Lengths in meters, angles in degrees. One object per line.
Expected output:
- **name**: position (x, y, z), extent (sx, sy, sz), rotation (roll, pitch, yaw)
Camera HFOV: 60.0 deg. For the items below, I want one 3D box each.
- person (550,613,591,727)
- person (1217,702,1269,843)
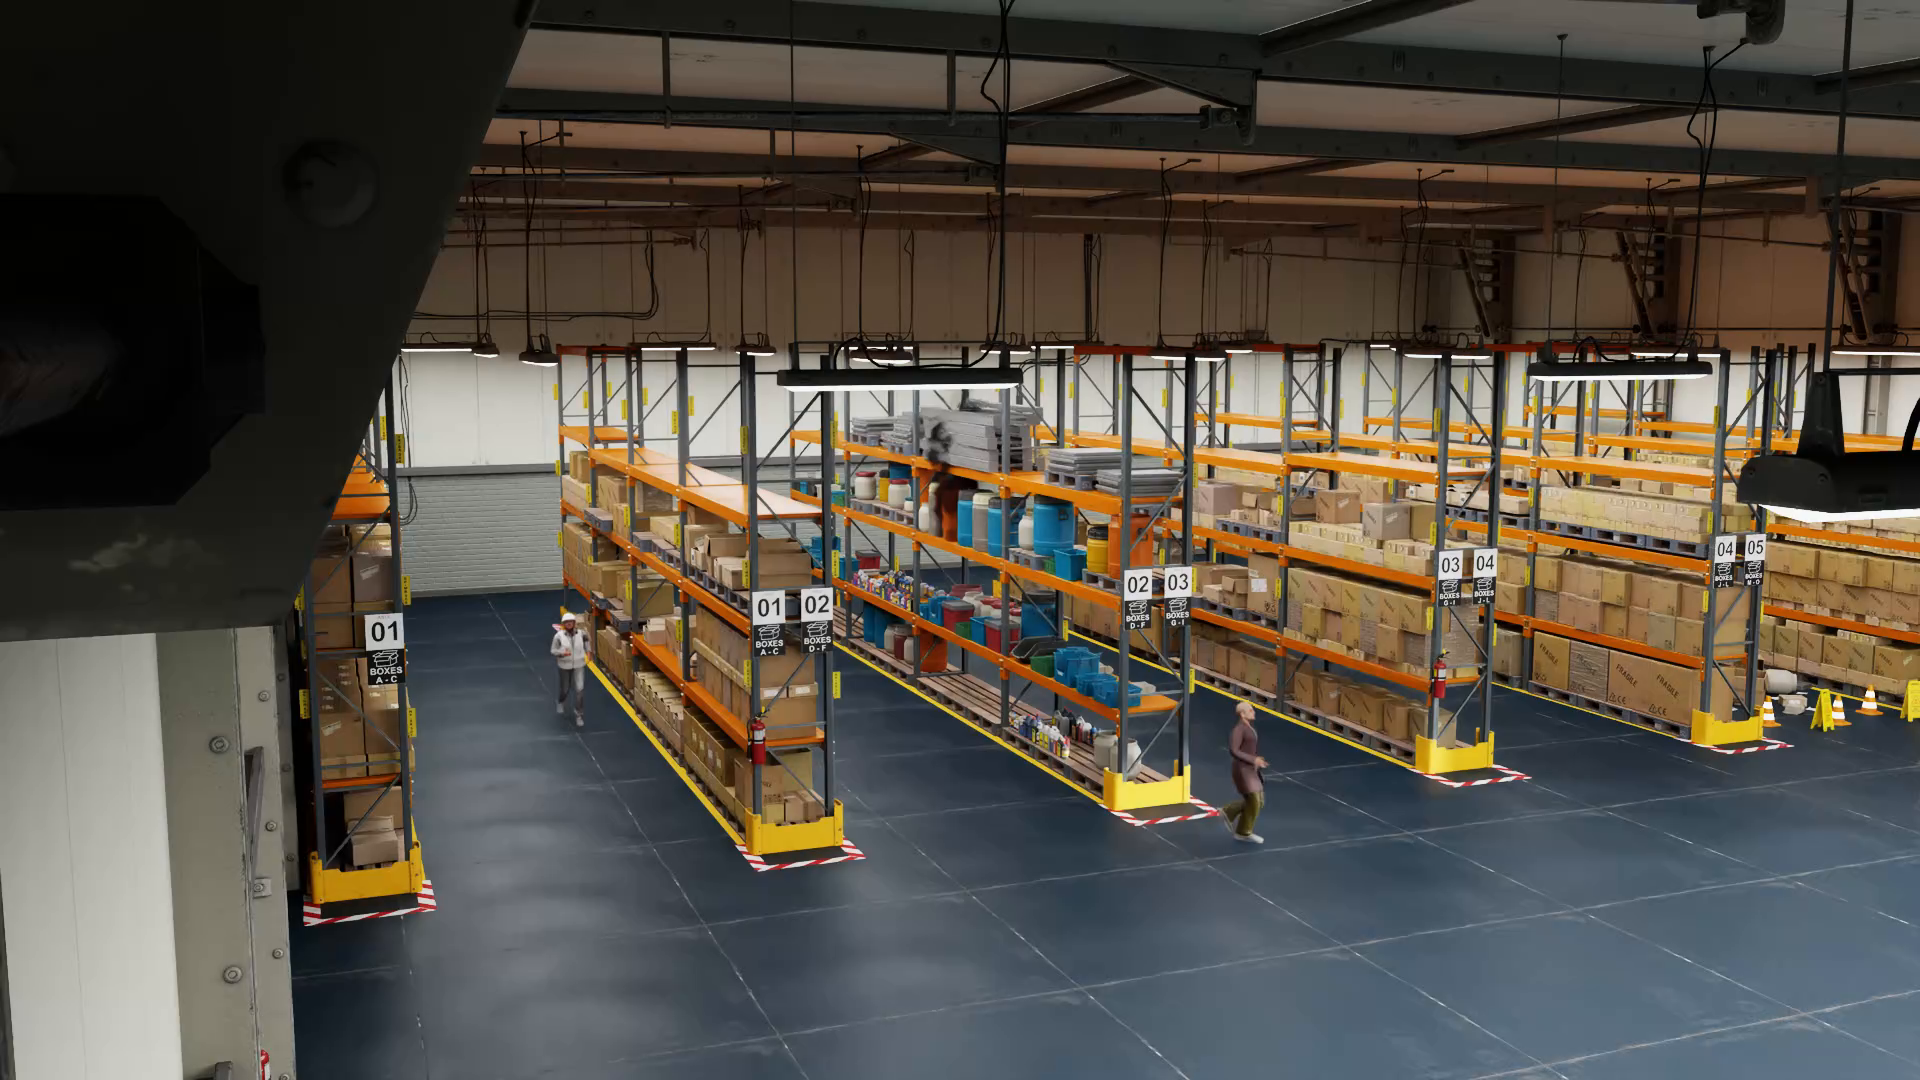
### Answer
- **person**: position (-6.277, 2.049, 26.837), extent (0.665, 1.806, 0.953), rotation (-3, 8, -21)
- **person**: position (3.521, 2.873, 20.601), extent (0.671, 1.754, 0.752), rotation (3, 8, 22)
